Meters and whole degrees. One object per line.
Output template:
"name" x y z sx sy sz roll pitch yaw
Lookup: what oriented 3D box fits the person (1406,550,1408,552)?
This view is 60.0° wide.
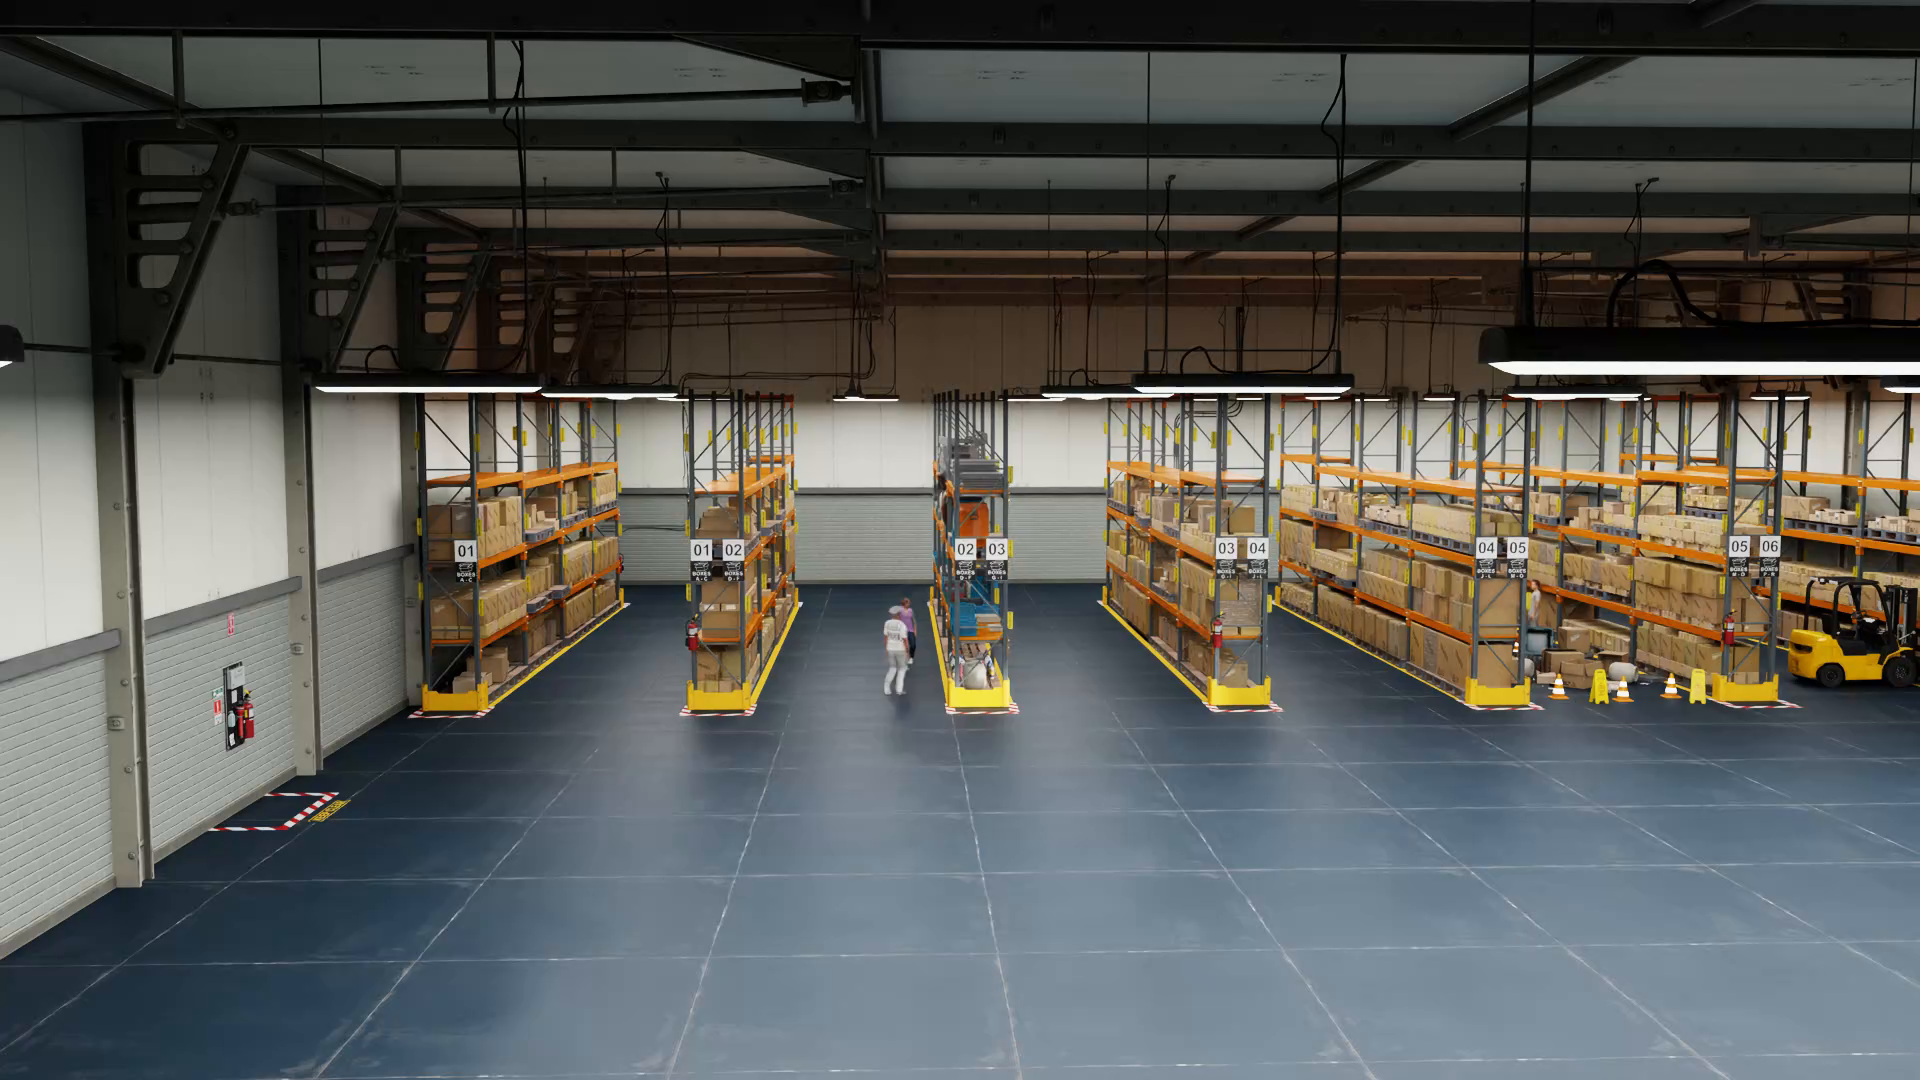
"person" 12.390 1.106 45.787 0.450 1.789 0.617 0 5 3

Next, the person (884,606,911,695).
"person" -1.249 2.164 32.619 0.549 1.767 0.534 3 5 29

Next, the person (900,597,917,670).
"person" -1.149 2.021 36.103 0.458 1.542 0.536 -1 5 -12

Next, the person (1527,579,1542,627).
"person" 13.312 1.766 38.634 0.387 1.712 0.480 3 5 30
